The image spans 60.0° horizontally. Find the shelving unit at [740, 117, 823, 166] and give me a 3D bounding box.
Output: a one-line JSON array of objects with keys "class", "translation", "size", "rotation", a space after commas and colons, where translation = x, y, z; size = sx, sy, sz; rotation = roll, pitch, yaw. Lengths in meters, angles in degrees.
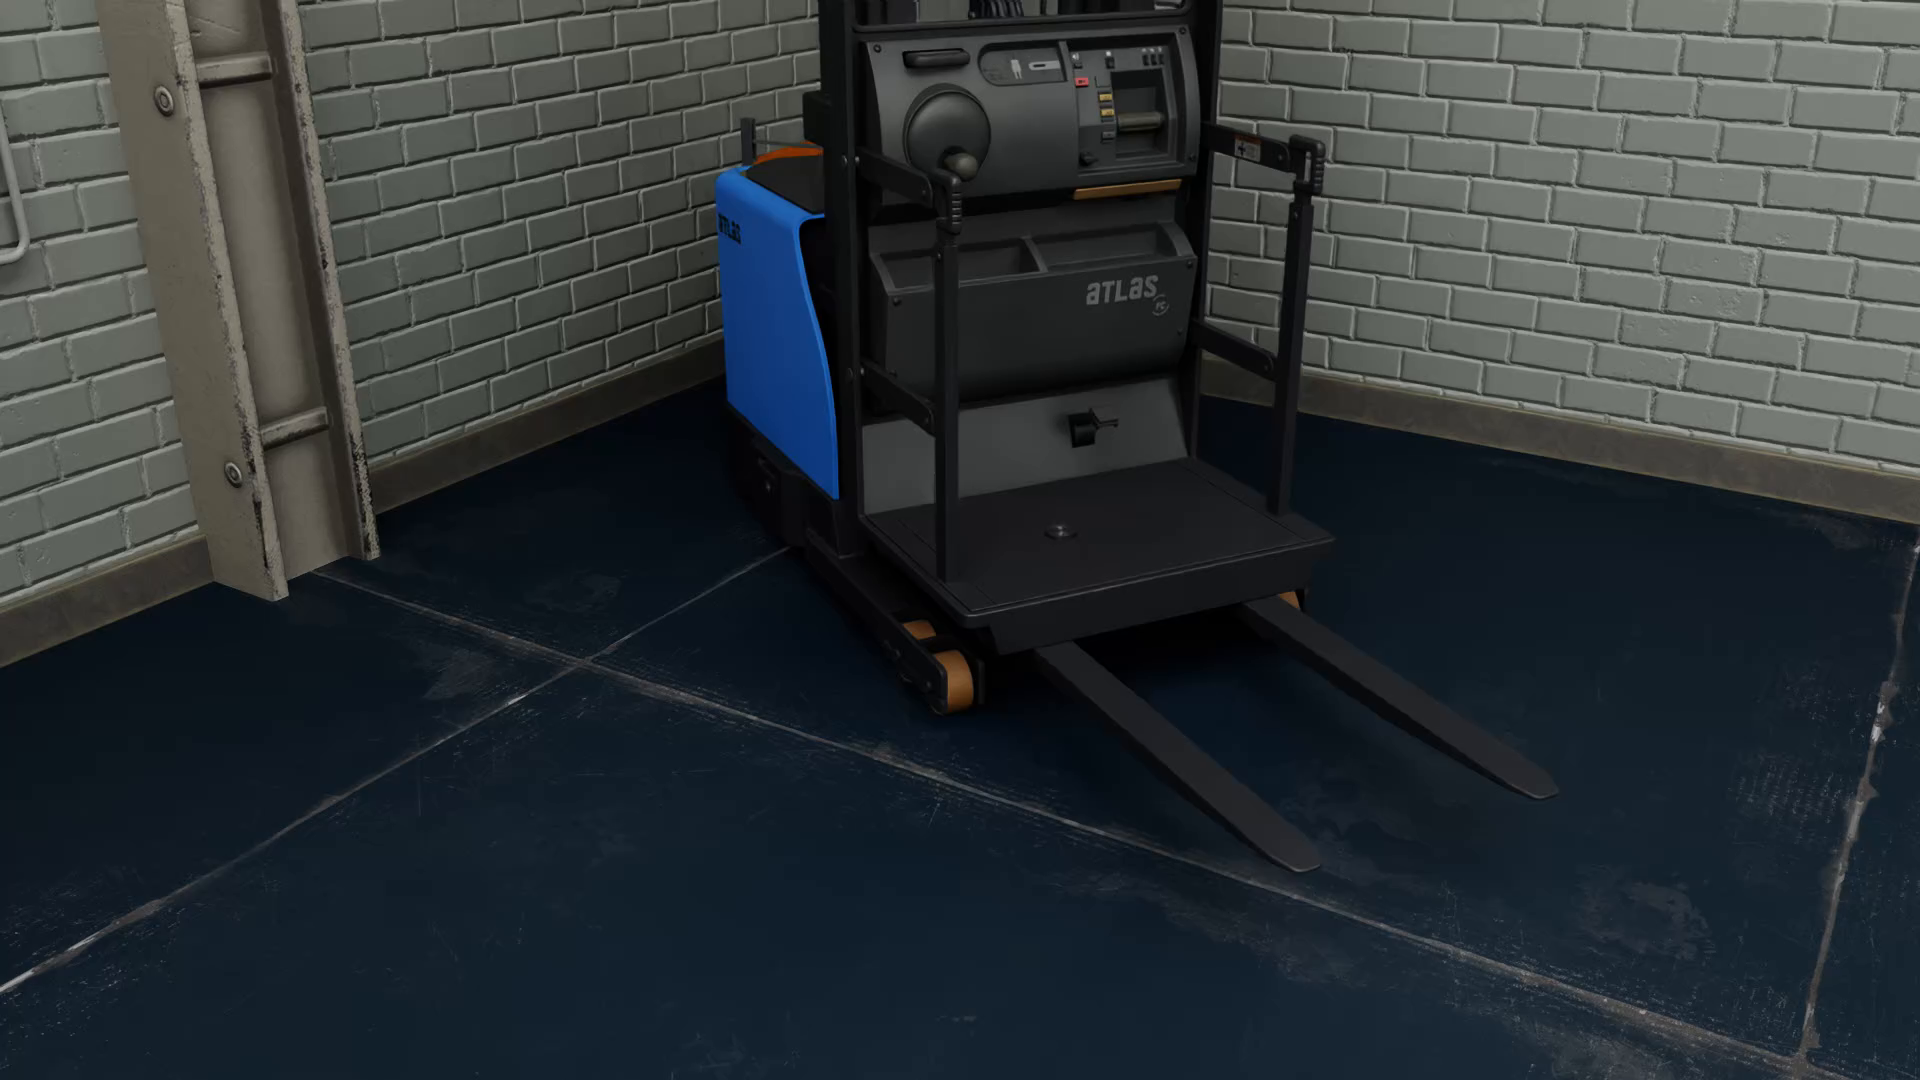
[{"class": "shelving unit", "translation": [-0.329, -1.112, 6.402], "size": [0.538, 1.125, 1.048], "rotation": [10, 25, 22]}]

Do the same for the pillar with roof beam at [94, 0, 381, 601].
[{"class": "pillar with roof beam", "translation": [1.636, -3.147, 1.193], "size": [9.100, 9.000, 0.400], "rotation": [14, 27, 29]}]

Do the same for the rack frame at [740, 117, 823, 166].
[{"class": "rack frame", "translation": [-0.538, -0.927, 5.976], "size": [0.500, 1.125, 0.032], "rotation": [10, 25, 22]}]

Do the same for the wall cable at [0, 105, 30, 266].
[{"class": "wall cable", "translation": [-2.839, -1.301, 3.200], "size": [0.084, 1.984, 1.851], "rotation": [14, 27, 29]}]

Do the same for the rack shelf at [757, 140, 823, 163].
[{"class": "rack shelf", "translation": [-0.329, -1.380, 6.285], "size": [0.538, 0.278, 1.000], "rotation": [10, 25, 22]}]

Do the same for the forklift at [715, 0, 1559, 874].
[{"class": "forklift", "translation": [0.299, -1.098, 4.097], "size": [1.130, 2.935, 3.031], "rotation": [-11, 26, -23]}]
